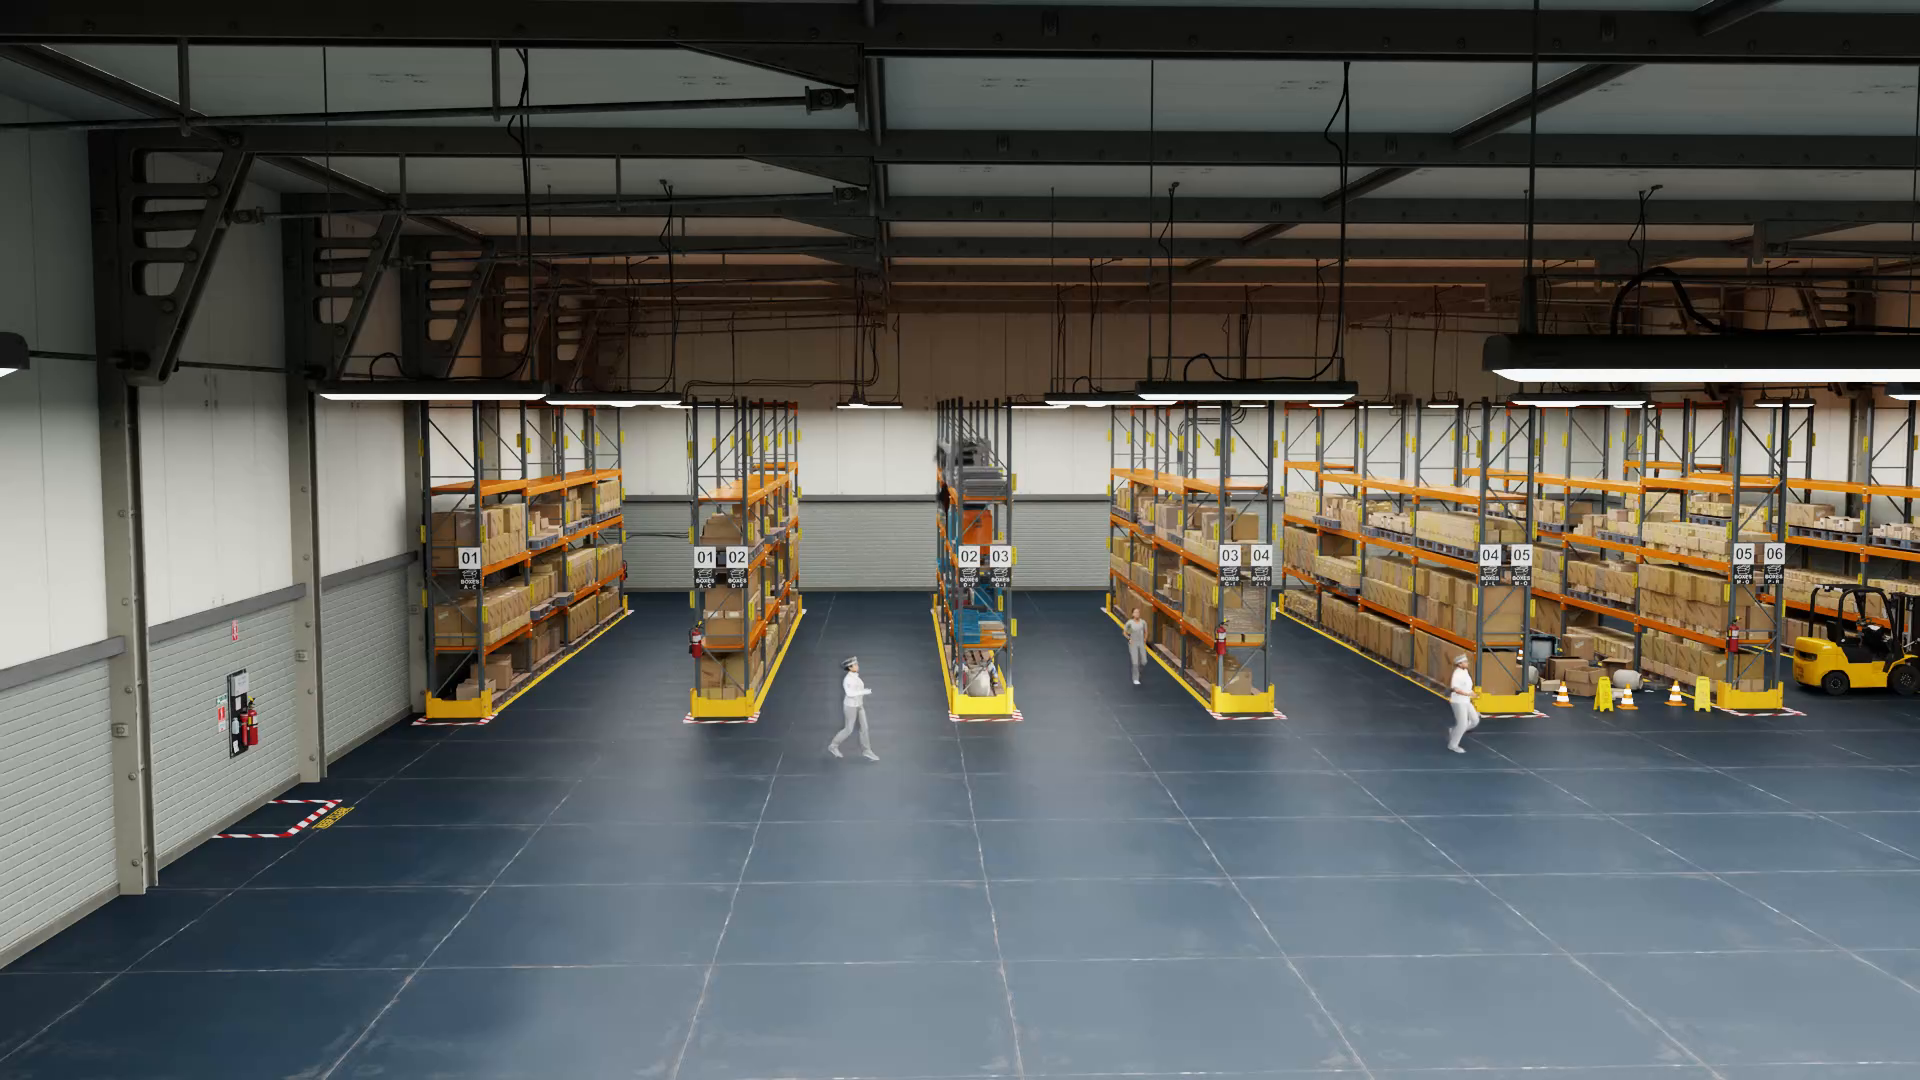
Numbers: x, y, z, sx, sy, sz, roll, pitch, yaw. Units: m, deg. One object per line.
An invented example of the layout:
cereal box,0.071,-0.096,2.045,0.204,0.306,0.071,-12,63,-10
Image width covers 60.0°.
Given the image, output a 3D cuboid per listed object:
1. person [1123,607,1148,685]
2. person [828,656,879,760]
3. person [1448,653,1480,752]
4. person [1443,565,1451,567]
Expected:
person,3.701,2.215,34.894,0.561,1.620,0.584,-1,4,-9
person,-1.749,2.750,27.219,0.854,1.713,0.605,1,5,14
person,8.480,2.730,27.948,0.528,1.671,0.624,3,5,35
person,14.647,1.063,49.210,0.683,1.802,0.681,1,4,9
